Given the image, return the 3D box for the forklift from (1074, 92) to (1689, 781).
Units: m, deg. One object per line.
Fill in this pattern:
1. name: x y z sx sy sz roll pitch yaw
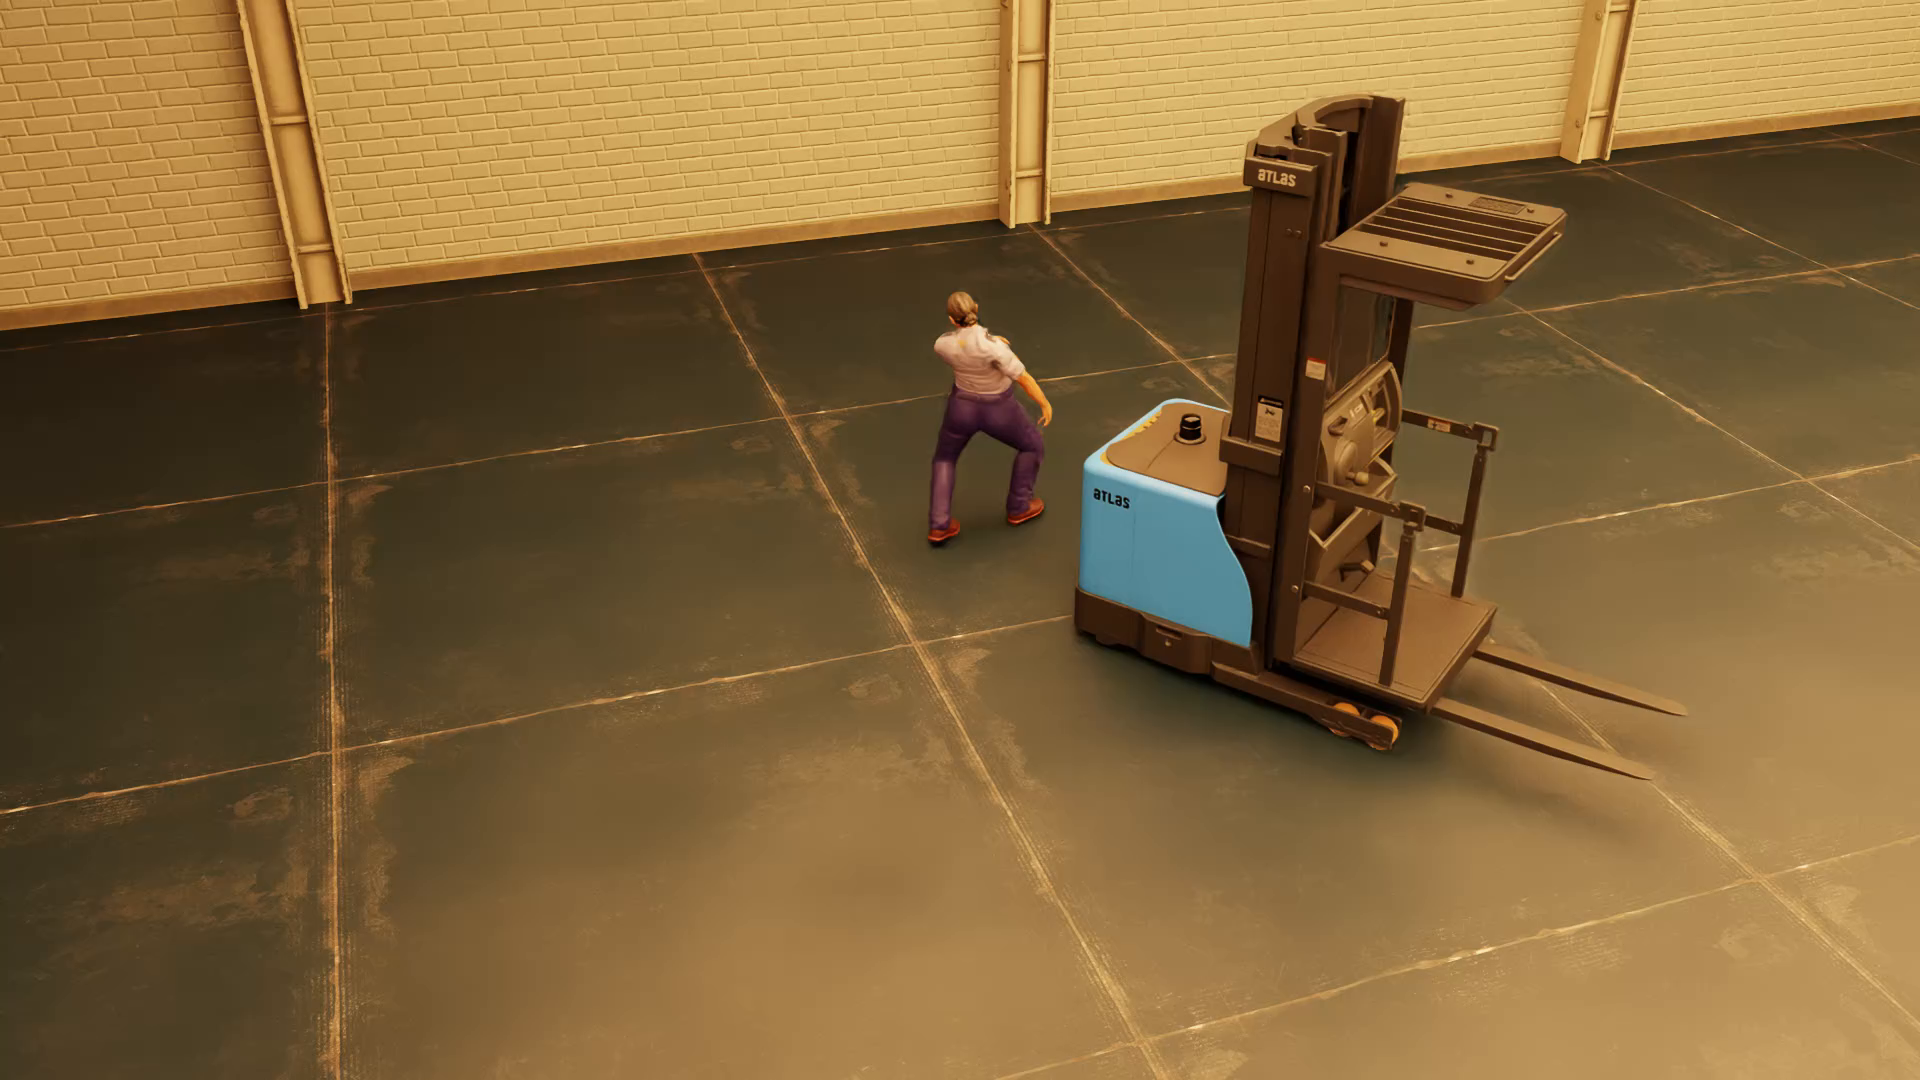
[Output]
1. forklift: 2.128 -0.535 8.017 3.031 2.935 1.130 19 35 29

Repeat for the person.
1. person: 0.199 -0.791 9.862 0.719 1.532 0.811 6 30 10
